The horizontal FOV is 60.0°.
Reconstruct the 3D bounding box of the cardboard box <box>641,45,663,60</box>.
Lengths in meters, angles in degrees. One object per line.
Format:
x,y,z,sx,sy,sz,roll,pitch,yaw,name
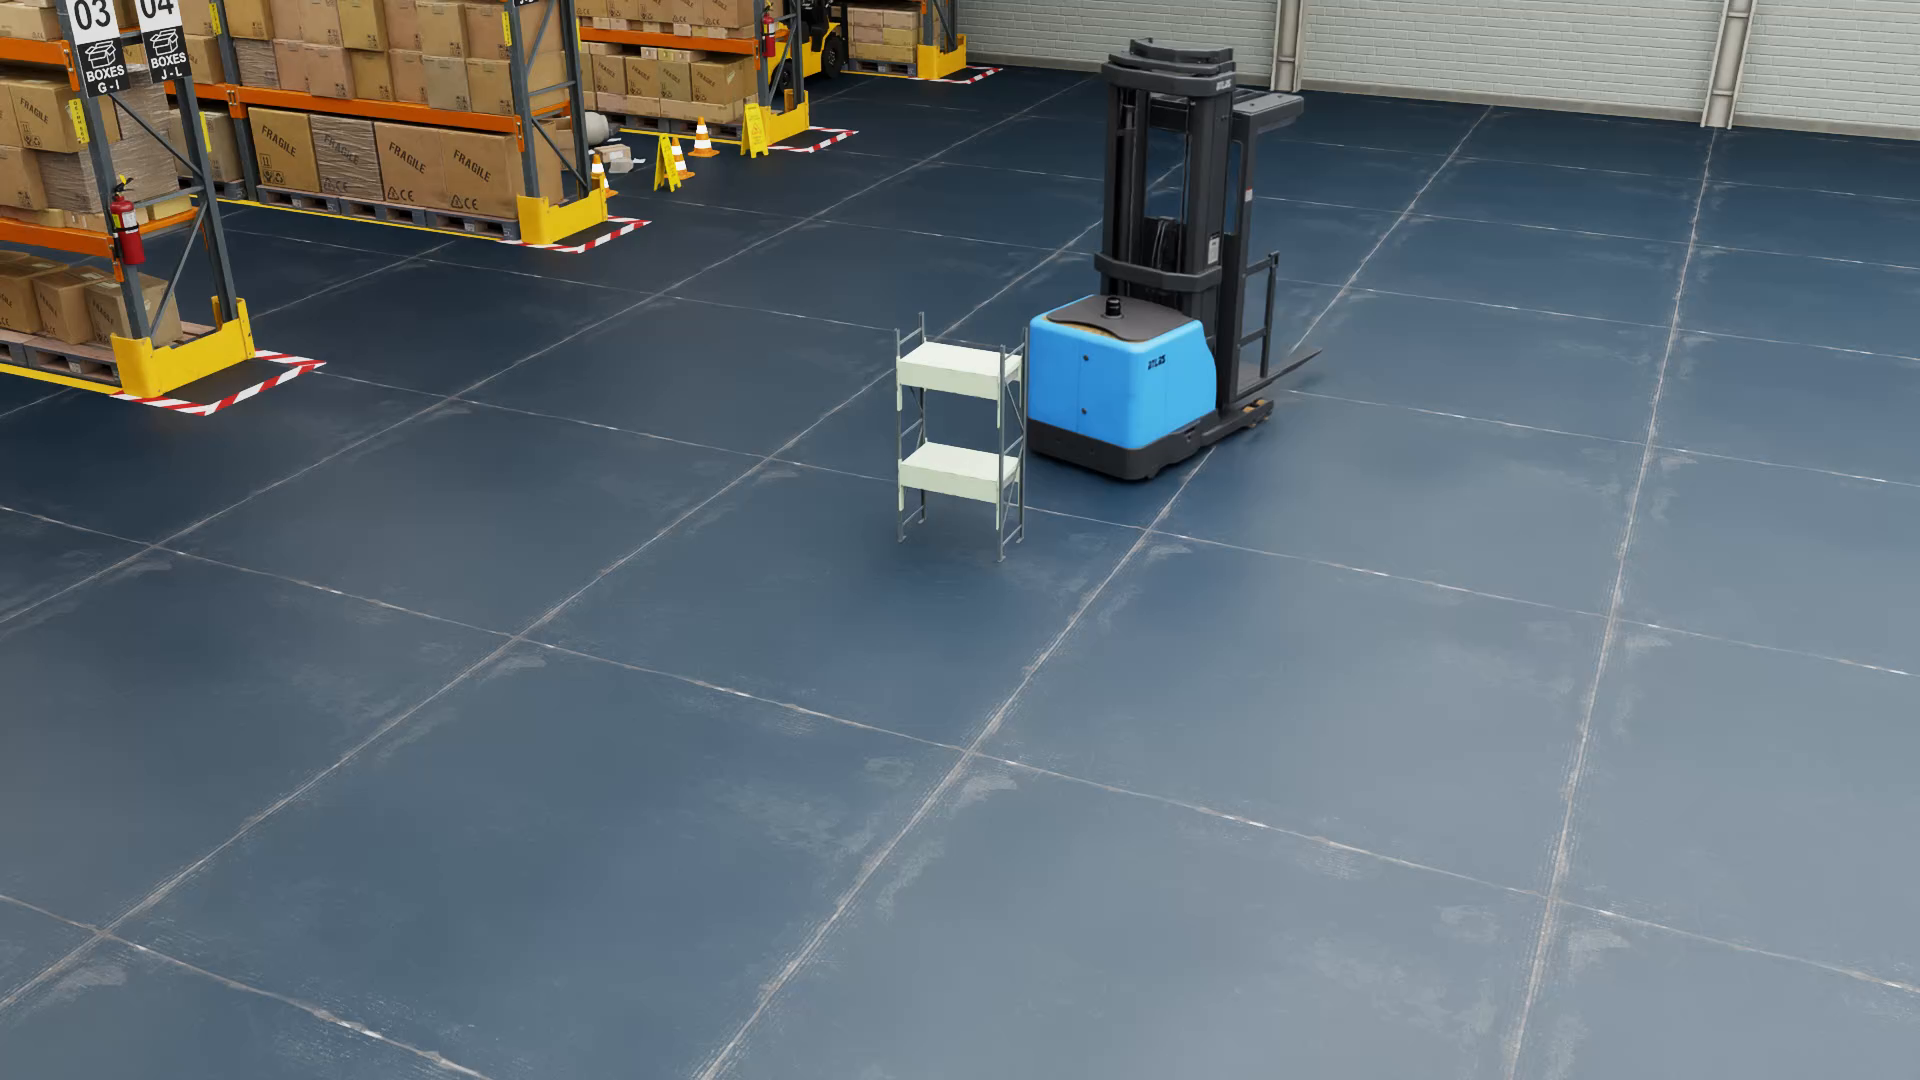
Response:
-4.022,-6.492,22.093,0.250,0.149,0.380,13,29,24,cardboard box

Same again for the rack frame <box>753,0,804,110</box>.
-2.356,-6.732,21.527,0.127,3.000,1.000,11,28,22,rack frame

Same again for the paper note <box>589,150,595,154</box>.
-4.752,-4.982,21.348,0.142,0.019,0.148,23,35,39,paper note

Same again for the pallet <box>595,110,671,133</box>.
-4.257,-5.881,22.956,1.213,0.211,1.003,11,28,22,pallet

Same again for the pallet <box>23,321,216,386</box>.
-7.252,-1.672,14.408,1.213,0.211,1.003,11,28,22,pallet

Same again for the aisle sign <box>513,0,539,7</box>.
-4.373,-5.755,16.601,0.004,0.787,0.394,11,28,22,aisle sign

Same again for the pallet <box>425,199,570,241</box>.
-5.073,-3.586,18.295,1.213,0.211,1.003,11,28,22,pallet

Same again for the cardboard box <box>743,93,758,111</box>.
-2.976,-5.945,22.567,0.500,0.250,0.500,11,28,21,cardboard box

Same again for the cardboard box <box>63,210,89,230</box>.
-7.031,-2.649,13.519,0.250,0.149,0.380,11,28,22,cardboard box

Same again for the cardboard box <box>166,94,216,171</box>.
-9.433,-4.888,19.854,0.750,0.750,1.050,11,28,22,cardboard box

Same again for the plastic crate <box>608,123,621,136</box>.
-4.908,-5.536,22.404,0.583,0.080,0.402,2,26,4,plastic crate

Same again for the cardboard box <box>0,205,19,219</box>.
-7.711,-2.788,13.802,0.250,0.149,0.380,11,28,22,cardboard box

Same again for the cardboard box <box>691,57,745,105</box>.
-3.193,-6.064,21.960,0.500,0.500,0.500,12,28,22,cardboard box

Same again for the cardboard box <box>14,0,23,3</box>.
-7.029,-4.224,12.756,0.250,0.149,0.380,10,28,20,cardboard box

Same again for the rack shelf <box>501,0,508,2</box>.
-6.134,-6.111,17.685,4.000,0.370,1.077,11,28,22,rack shelf

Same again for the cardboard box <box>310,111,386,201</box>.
-6.589,-4.383,18.686,0.875,0.875,0.875,12,28,22,cardboard box

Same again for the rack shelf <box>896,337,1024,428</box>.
0.006,-1.022,10.744,0.720,0.370,0.431,11,28,22,rack shelf

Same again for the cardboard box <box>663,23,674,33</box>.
-3.708,-6.797,21.943,0.250,0.149,0.380,12,29,23,cardboard box

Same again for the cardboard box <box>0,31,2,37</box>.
-7.458,-4.101,12.958,0.500,0.250,0.500,12,28,22,cardboard box

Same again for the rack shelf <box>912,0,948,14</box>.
-2.125,-8.771,26.483,4.000,0.370,1.077,11,28,22,rack shelf

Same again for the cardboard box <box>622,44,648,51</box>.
-4.419,-6.569,22.984,0.500,0.500,0.500,13,29,24,cardboard box

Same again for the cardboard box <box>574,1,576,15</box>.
-5.246,-7.366,22.366,0.500,0.500,0.500,11,28,22,cardboard box

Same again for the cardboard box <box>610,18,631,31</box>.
-4.442,-6.891,22.135,0.250,0.149,0.380,11,28,22,cardboard box

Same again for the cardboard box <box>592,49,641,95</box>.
-4.609,-6.349,22.538,0.500,0.500,0.500,13,29,24,cardboard box

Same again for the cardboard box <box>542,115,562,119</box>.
-5.585,-5.600,22.054,0.500,0.500,0.500,-12,29,-23,cardboard box

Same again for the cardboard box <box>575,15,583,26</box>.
-5.127,-7.043,22.443,0.250,0.149,0.380,12,29,23,cardboard box

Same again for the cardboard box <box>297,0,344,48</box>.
-6.649,-5.717,18.073,0.550,0.550,0.875,11,28,22,cardboard box

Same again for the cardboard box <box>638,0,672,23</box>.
-3.872,-7.085,21.794,0.500,0.500,0.500,11,28,22,cardboard box

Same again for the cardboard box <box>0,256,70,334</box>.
-8.140,-2.152,14.580,0.500,0.500,0.500,14,30,27,cardboard box

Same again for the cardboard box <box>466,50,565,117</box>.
-4.670,-4.840,17.514,0.550,0.550,0.875,11,28,22,cardboard box

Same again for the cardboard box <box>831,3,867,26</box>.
-1.784,-8.269,26.156,0.500,0.250,0.500,12,29,22,cardboard box

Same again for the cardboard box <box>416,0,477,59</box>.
-5.174,-5.421,17.473,0.550,0.550,0.875,11,28,22,cardboard box

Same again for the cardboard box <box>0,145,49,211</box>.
-7.452,-3.080,13.660,0.500,0.500,0.875,11,28,22,cardboard box

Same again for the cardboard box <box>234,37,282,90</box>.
-7.614,-5.459,18.772,0.550,0.550,0.875,11,28,22,cardboard box

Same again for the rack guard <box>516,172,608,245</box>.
-4.291,-3.597,17.990,0.348,0.500,1.175,11,28,22,rack guard

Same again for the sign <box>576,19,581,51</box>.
-4.078,-5.369,17.689,0.005,0.325,0.100,11,28,22,sign

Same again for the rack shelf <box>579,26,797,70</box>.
-4.177,-6.774,22.428,4.000,0.370,1.077,11,28,22,rack shelf

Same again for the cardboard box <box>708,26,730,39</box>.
-3.062,-6.603,21.550,0.250,0.149,0.380,11,28,21,cardboard box

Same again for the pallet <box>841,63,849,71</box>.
-2.125,-7.824,26.902,1.213,0.211,1.003,11,28,22,pallet

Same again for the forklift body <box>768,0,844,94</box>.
-2.786,-7.960,24.983,1.214,2.155,2.313,11,28,22,forklift body

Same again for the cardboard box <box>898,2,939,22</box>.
-0.664,-8.295,26.209,0.500,0.250,0.500,11,28,21,cardboard box

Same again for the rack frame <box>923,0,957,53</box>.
-0.305,-8.728,25.582,0.127,3.000,1.000,11,28,22,rack frame

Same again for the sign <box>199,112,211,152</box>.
-6.234,-3.353,13.685,0.005,0.325,0.100,11,28,22,sign

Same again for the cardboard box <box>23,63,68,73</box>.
-7.298,-3.678,13.743,0.500,0.500,0.500,11,28,22,cardboard box

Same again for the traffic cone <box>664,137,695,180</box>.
-3.432,-4.645,20.160,0.334,0.463,0.336,11,28,22,traffic cone

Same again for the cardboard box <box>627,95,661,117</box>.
-4.150,-5.917,22.510,0.500,0.250,0.500,10,28,20,cardboard box

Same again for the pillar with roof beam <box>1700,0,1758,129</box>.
8.576,-7.984,17.279,0.400,9.000,9.100,11,28,22,pillar with roof beam

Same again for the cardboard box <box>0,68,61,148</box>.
-7.519,-3.464,13.308,0.500,0.500,0.500,11,28,22,cardboard box

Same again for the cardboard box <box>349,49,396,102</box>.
-6.137,-5.165,18.174,0.500,0.550,0.875,11,28,22,cardboard box

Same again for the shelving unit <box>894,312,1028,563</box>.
0.006,-0.672,10.916,0.755,1.500,0.431,11,28,22,shelving unit

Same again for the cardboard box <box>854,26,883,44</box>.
-1.329,-7.966,26.106,0.500,0.250,0.500,11,28,21,cardboard box

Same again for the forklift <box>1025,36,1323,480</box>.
1.831,-2.321,12.646,1.130,2.935,3.031,21,33,36,forklift

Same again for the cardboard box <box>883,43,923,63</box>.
-0.863,-7.642,26.013,0.500,0.250,0.500,12,28,22,cardboard box

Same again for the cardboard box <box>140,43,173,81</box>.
-9.000,-5.579,19.073,0.500,0.500,0.500,11,28,21,cardboard box

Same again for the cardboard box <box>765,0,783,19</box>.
-2.673,-7.108,21.841,0.500,0.500,0.500,11,28,21,cardboard box

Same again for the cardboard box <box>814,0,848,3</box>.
-2.035,-8.578,26.782,0.500,0.250,0.500,11,28,21,cardboard box
